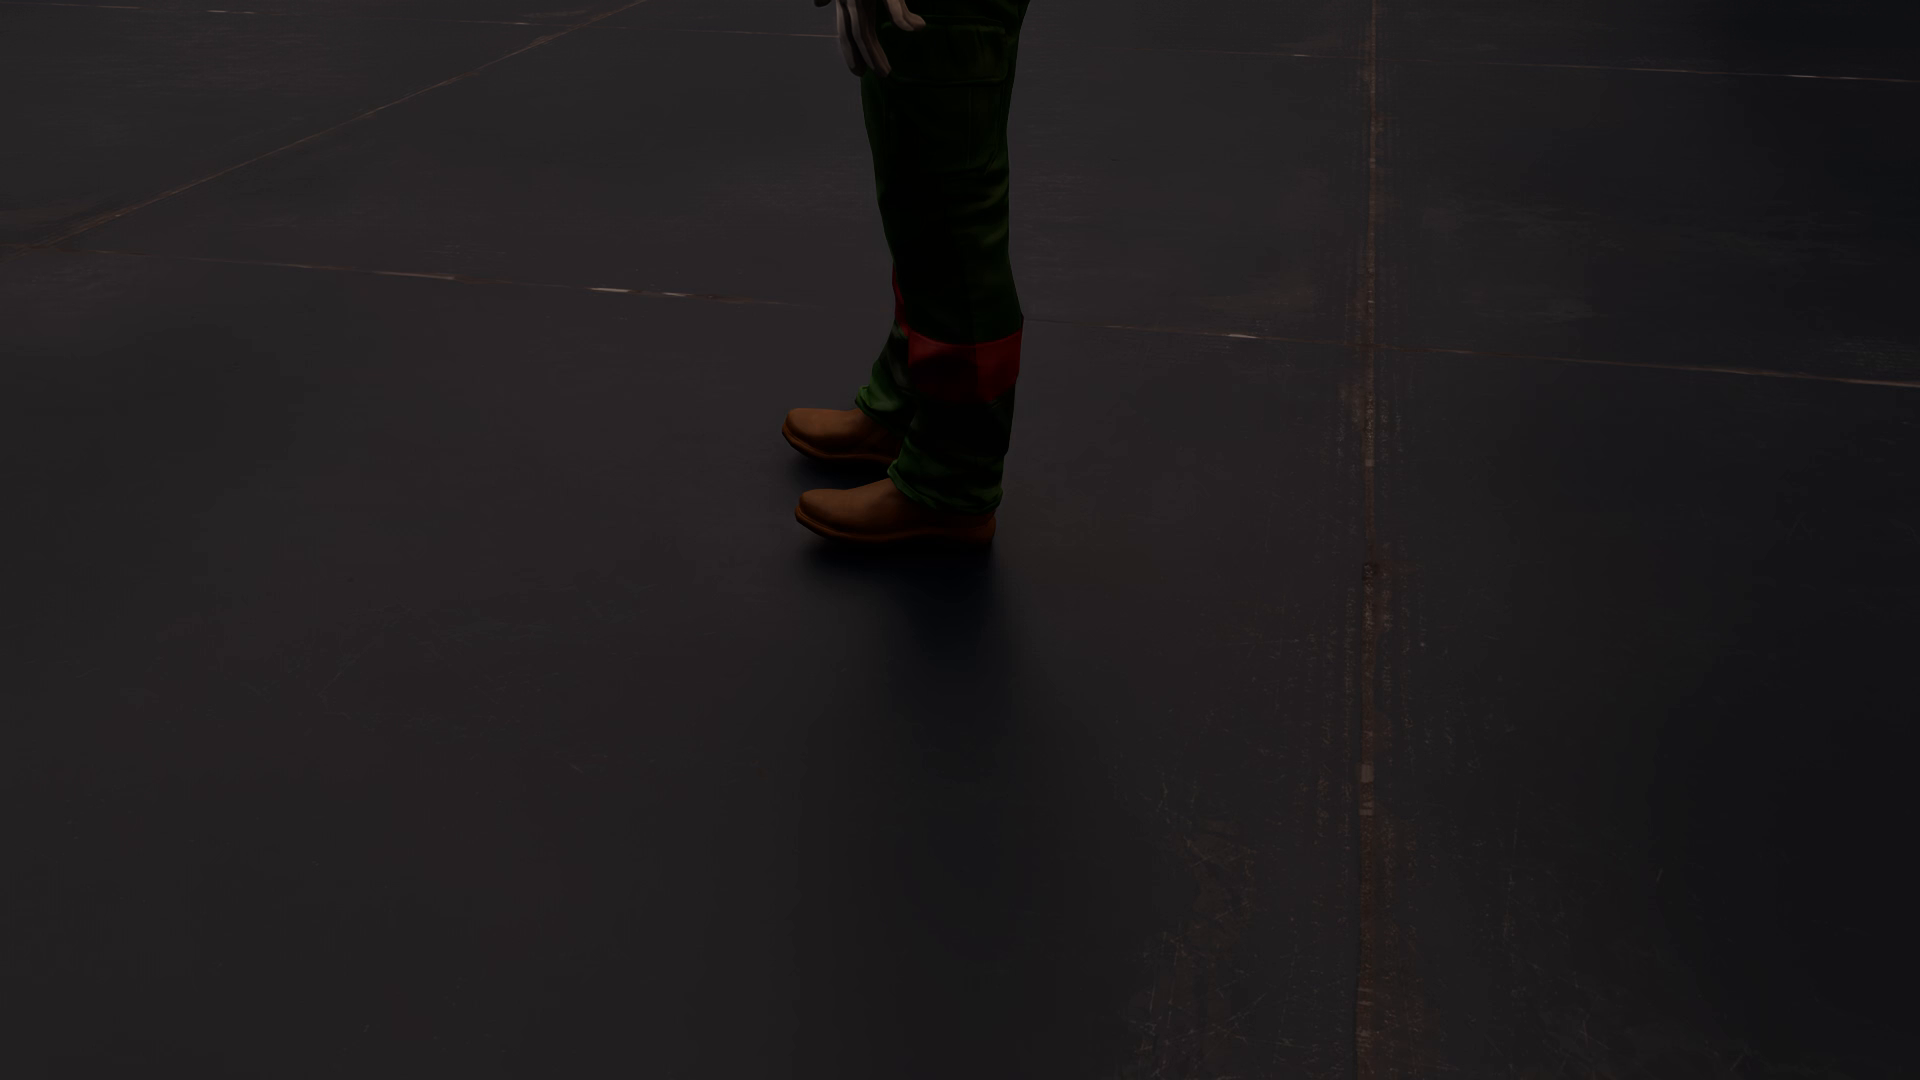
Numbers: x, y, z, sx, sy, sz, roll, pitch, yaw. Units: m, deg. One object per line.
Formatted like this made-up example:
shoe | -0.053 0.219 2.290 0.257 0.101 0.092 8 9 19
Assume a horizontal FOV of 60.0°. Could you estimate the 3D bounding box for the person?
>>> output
person | -0.075 -0.819 2.120 0.564 1.787 0.637 6 27 11
